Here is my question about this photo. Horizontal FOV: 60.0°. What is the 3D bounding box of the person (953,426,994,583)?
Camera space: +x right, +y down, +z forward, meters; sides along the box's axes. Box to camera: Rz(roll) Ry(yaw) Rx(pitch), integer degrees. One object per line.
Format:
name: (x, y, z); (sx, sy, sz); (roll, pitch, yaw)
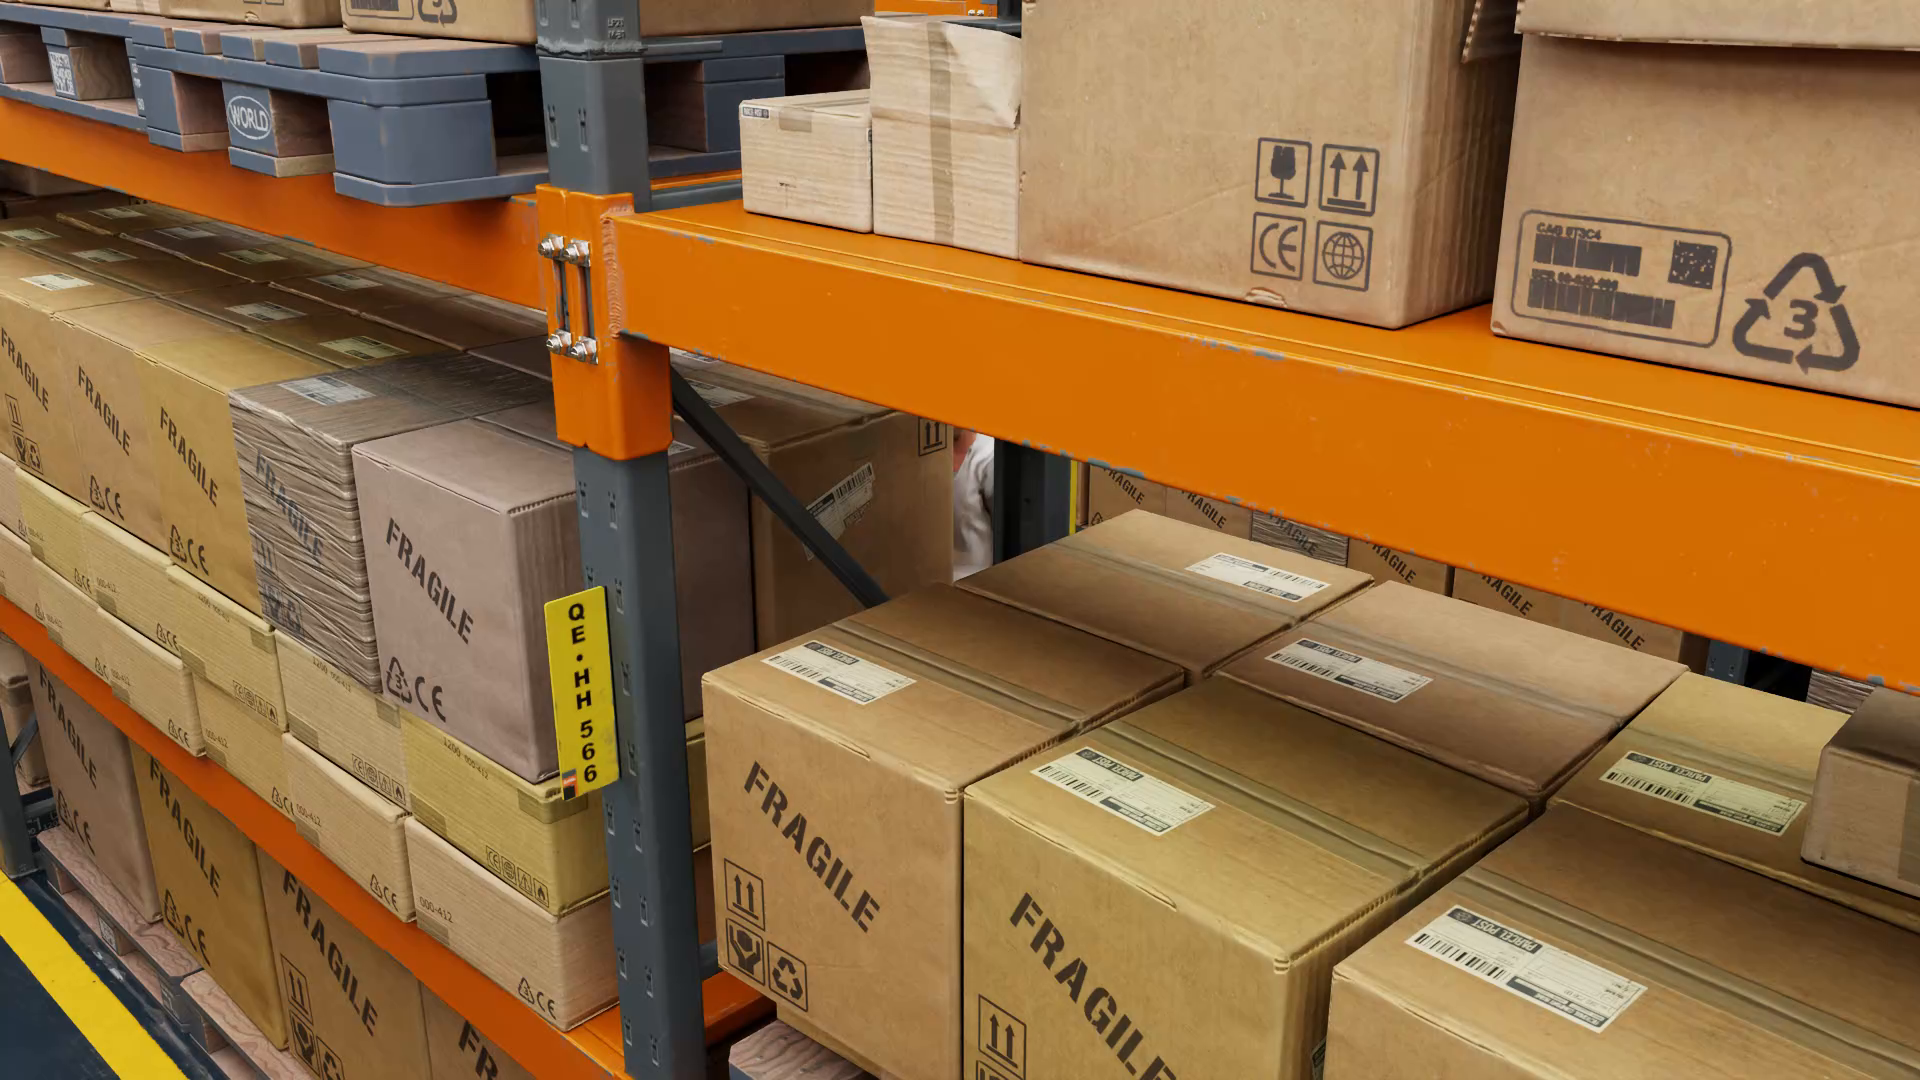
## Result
person: (-0.022, 0.216, 5.979); (0.592, 1.776, 0.447); (18, 27, 39)
